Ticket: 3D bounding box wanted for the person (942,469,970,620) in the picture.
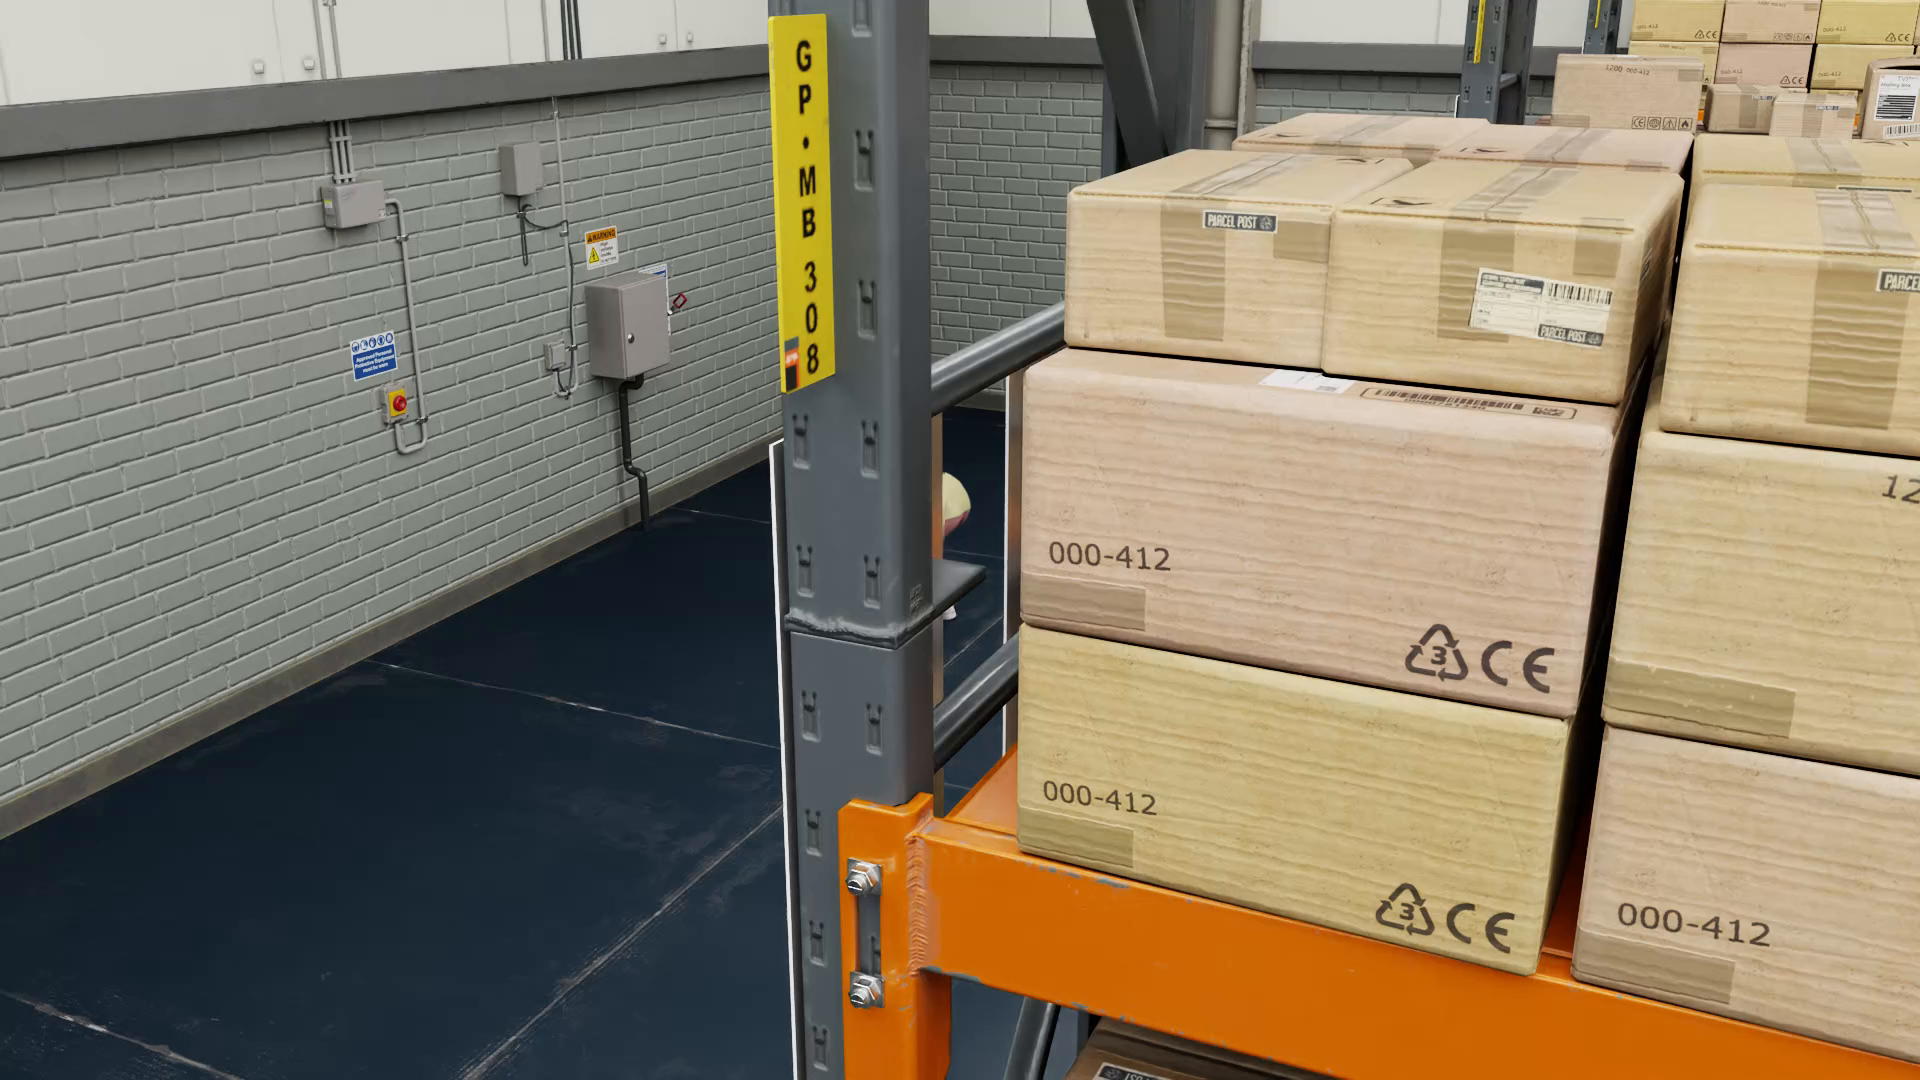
[{"bbox_3d":[-0.373,-0.012,9.635,0.869,1.000,0.473,7,20,20],"label":"person"}]
